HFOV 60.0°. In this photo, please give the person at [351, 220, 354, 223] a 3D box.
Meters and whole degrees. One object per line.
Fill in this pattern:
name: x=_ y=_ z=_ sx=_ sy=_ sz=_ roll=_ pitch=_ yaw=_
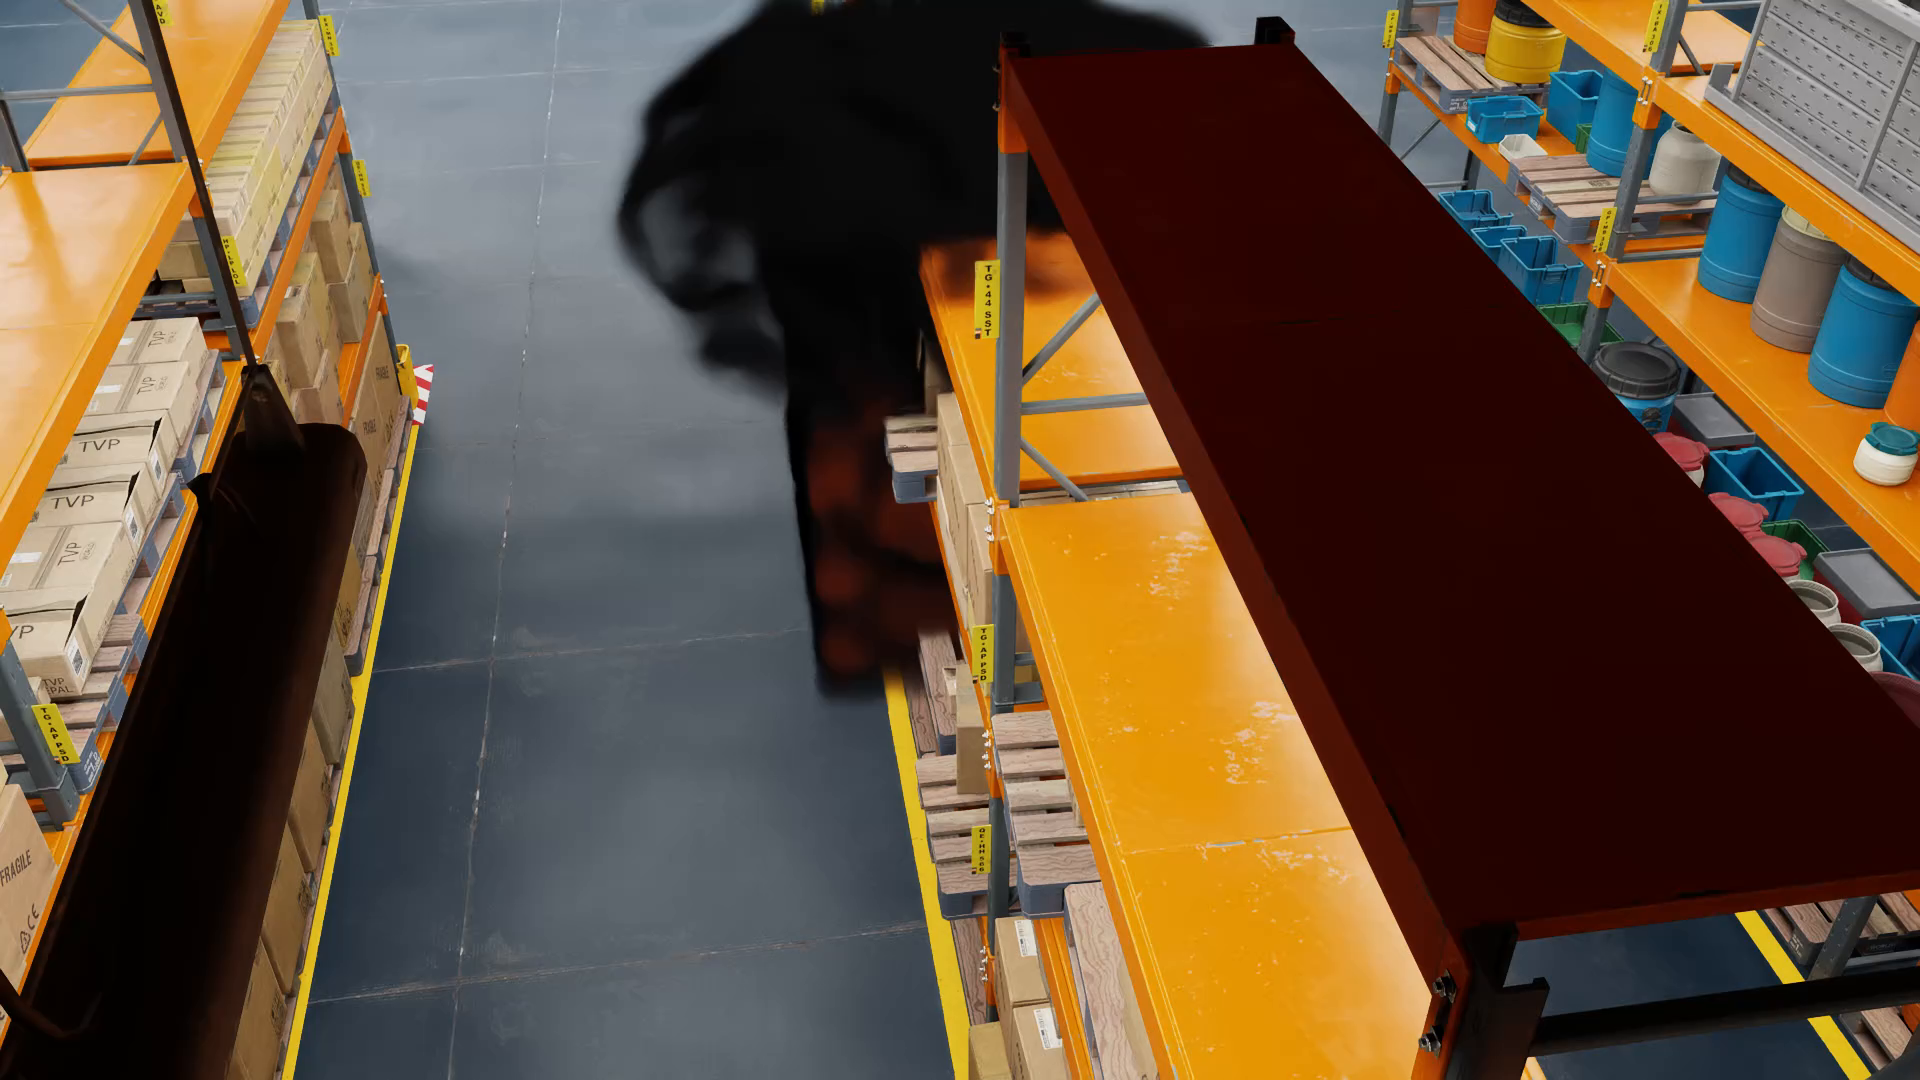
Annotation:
person: x=-6.734 y=-4.055 z=17.479 sx=0.731 sy=1.831 sz=0.445 roll=21 pitch=41 yaw=26
